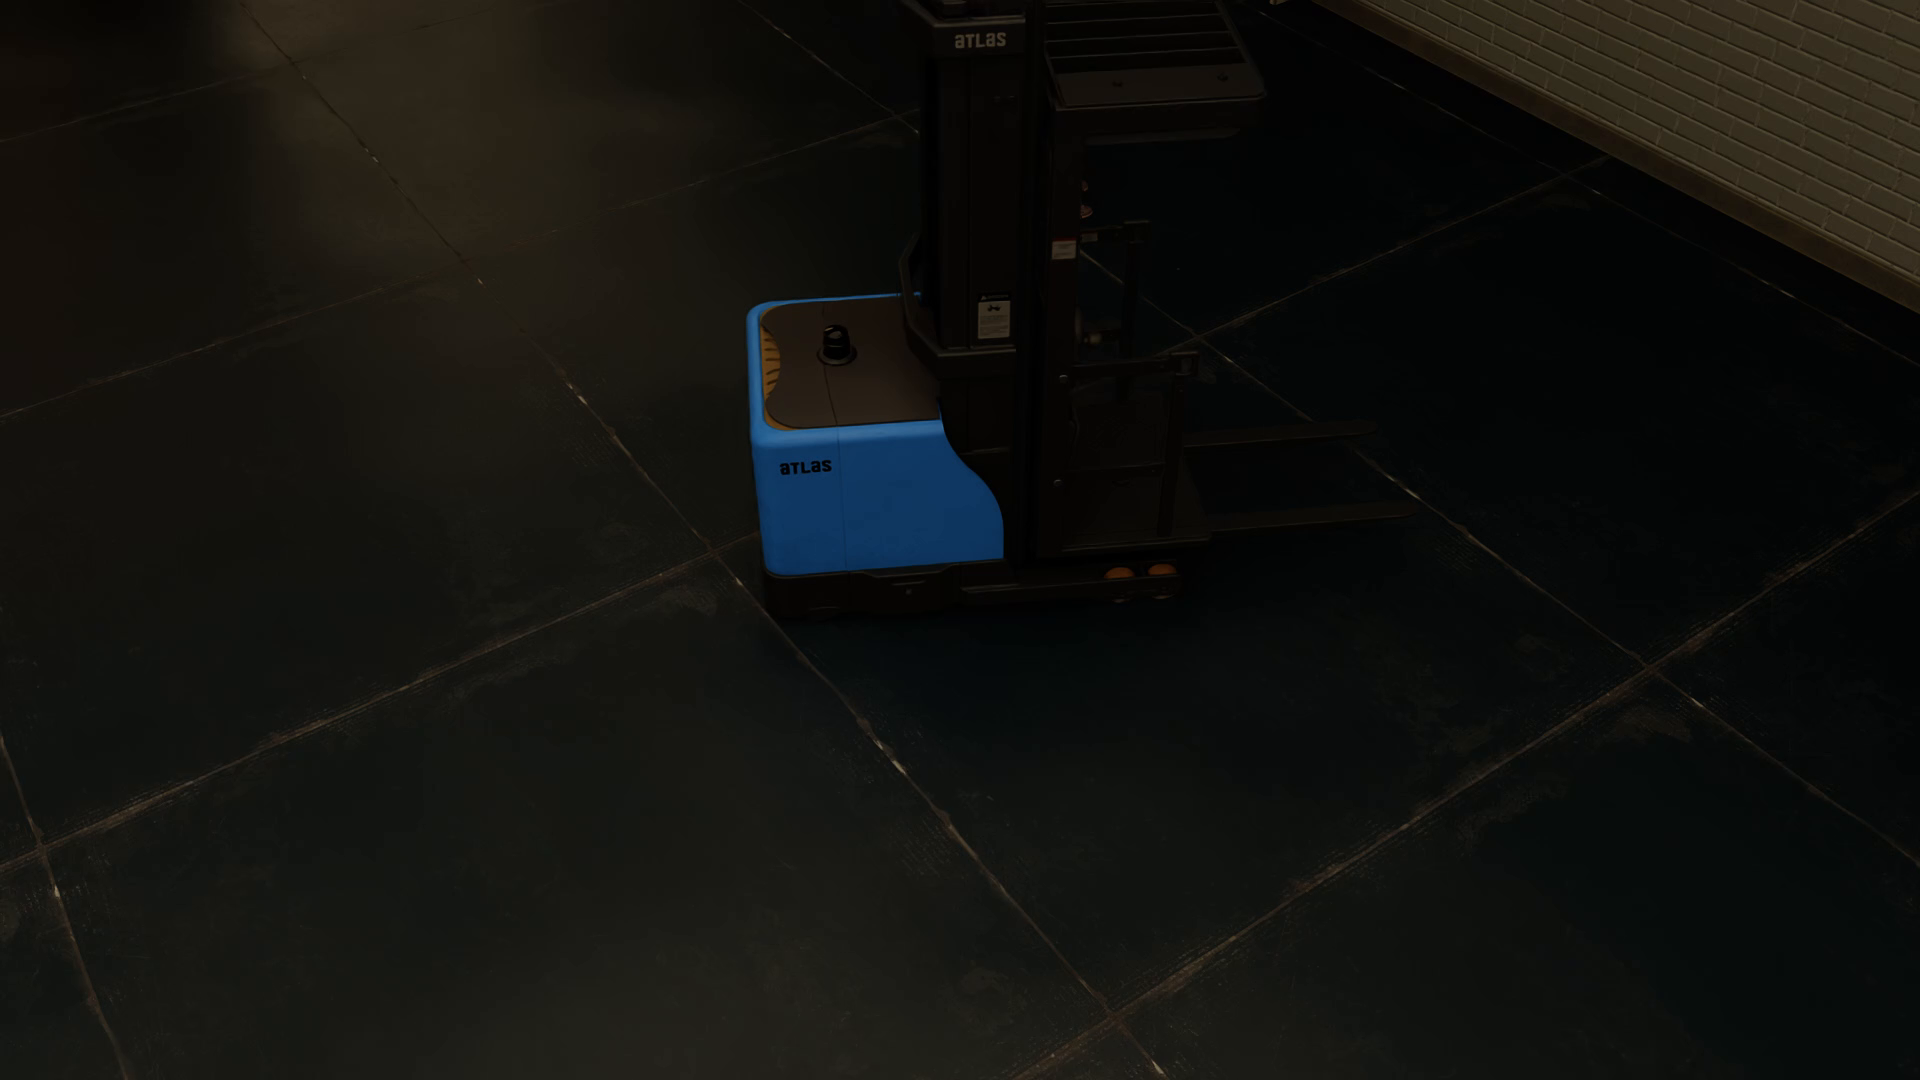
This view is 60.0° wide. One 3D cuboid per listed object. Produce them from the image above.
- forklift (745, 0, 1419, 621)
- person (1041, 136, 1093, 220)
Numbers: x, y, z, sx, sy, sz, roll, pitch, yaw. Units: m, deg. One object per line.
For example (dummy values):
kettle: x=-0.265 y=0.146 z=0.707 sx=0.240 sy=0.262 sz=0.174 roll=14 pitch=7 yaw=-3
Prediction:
forklift: x=0.582 y=-1.147 z=6.960 sx=3.031 sy=2.935 sz=1.130 roll=-5 pitch=43 yaw=-5
person: x=0.632 y=-2.679 z=9.565 sx=0.340 sy=1.660 sz=0.453 roll=1 pitch=43 yaw=1
